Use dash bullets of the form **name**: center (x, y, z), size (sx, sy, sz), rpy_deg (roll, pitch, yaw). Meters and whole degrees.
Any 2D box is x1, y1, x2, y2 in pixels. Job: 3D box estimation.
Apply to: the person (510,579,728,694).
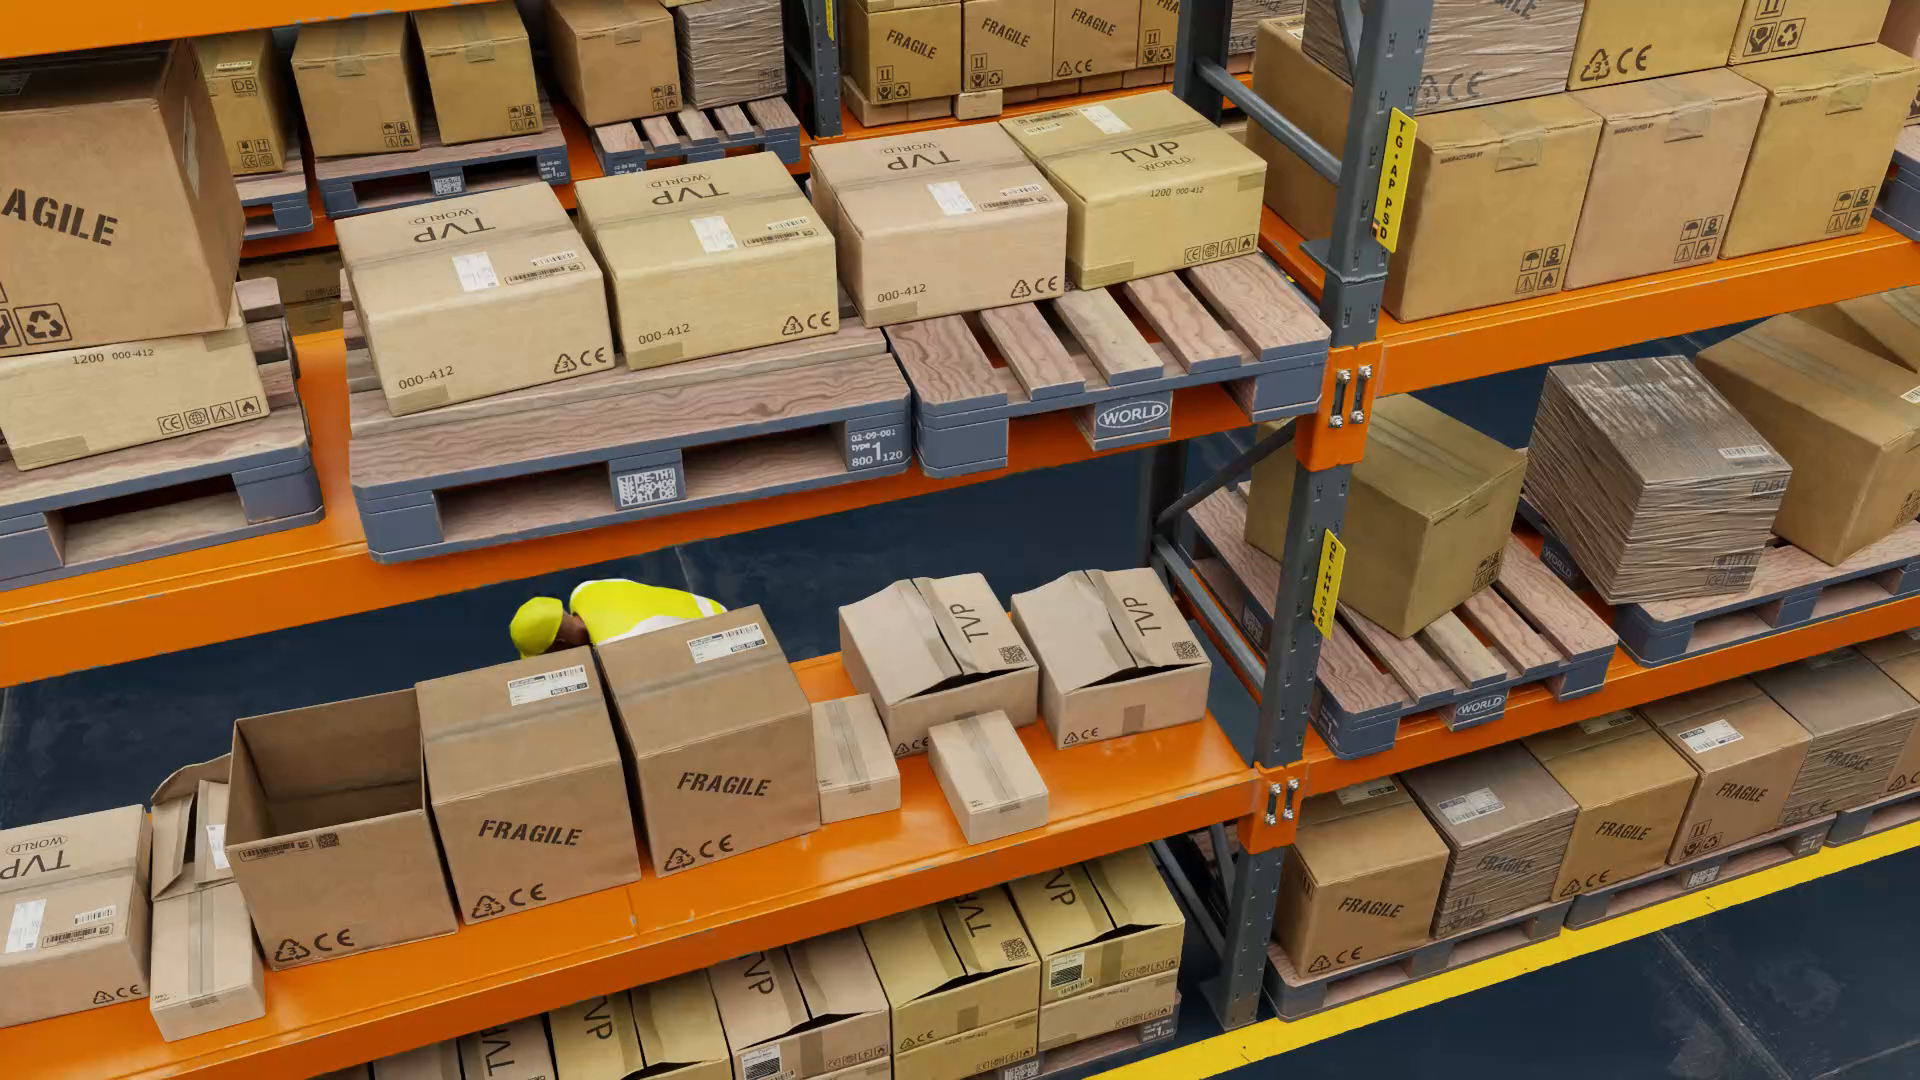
- **person**: center (-1.285, 0.562, 6.634), size (0.884, 1.039, 0.593), rpy_deg (-13, 39, -16)
